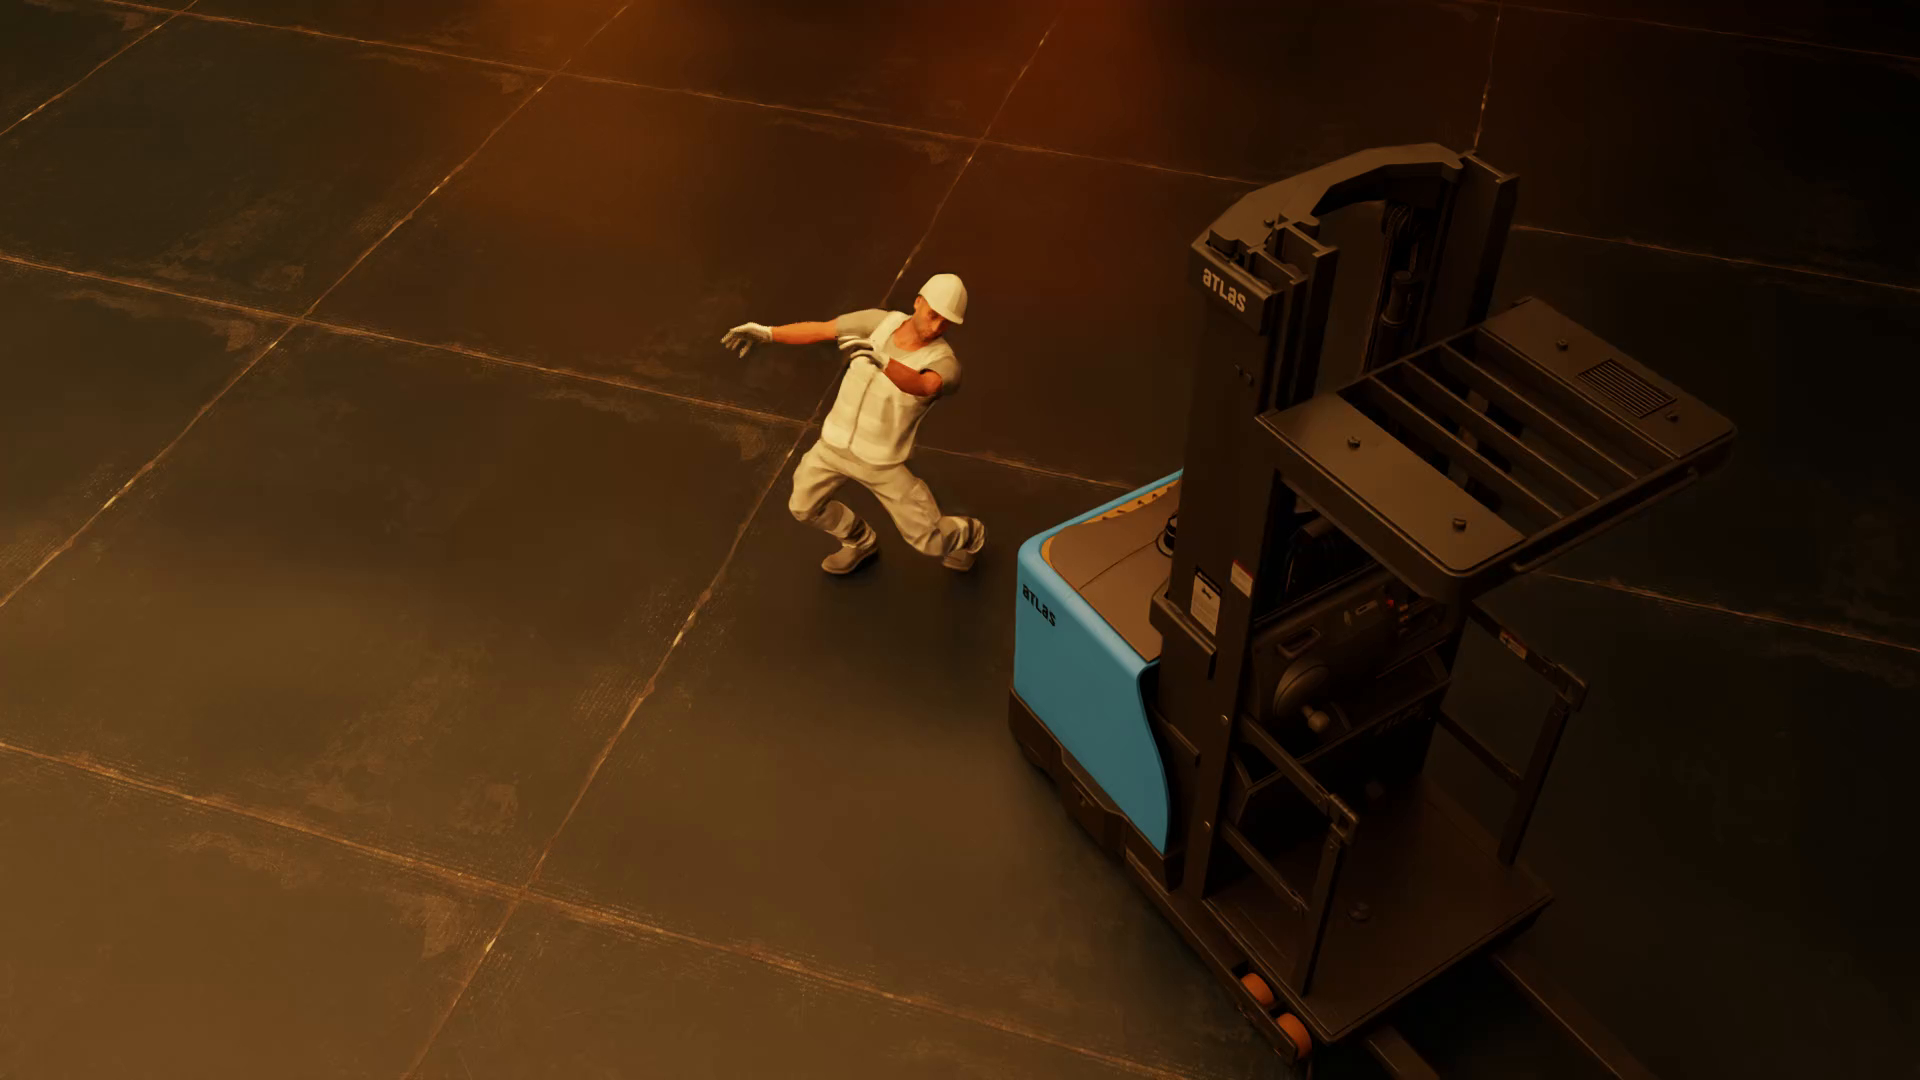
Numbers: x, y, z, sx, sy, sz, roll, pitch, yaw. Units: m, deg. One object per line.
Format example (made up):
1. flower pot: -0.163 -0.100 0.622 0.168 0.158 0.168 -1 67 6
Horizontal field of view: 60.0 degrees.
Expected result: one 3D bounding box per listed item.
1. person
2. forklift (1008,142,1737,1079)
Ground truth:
1. person: -0.479 -0.473 7.177 1.101 1.555 0.741 20 47 20
2. forklift: 1.425 0.389 5.271 1.130 2.935 3.031 -24 48 -24
